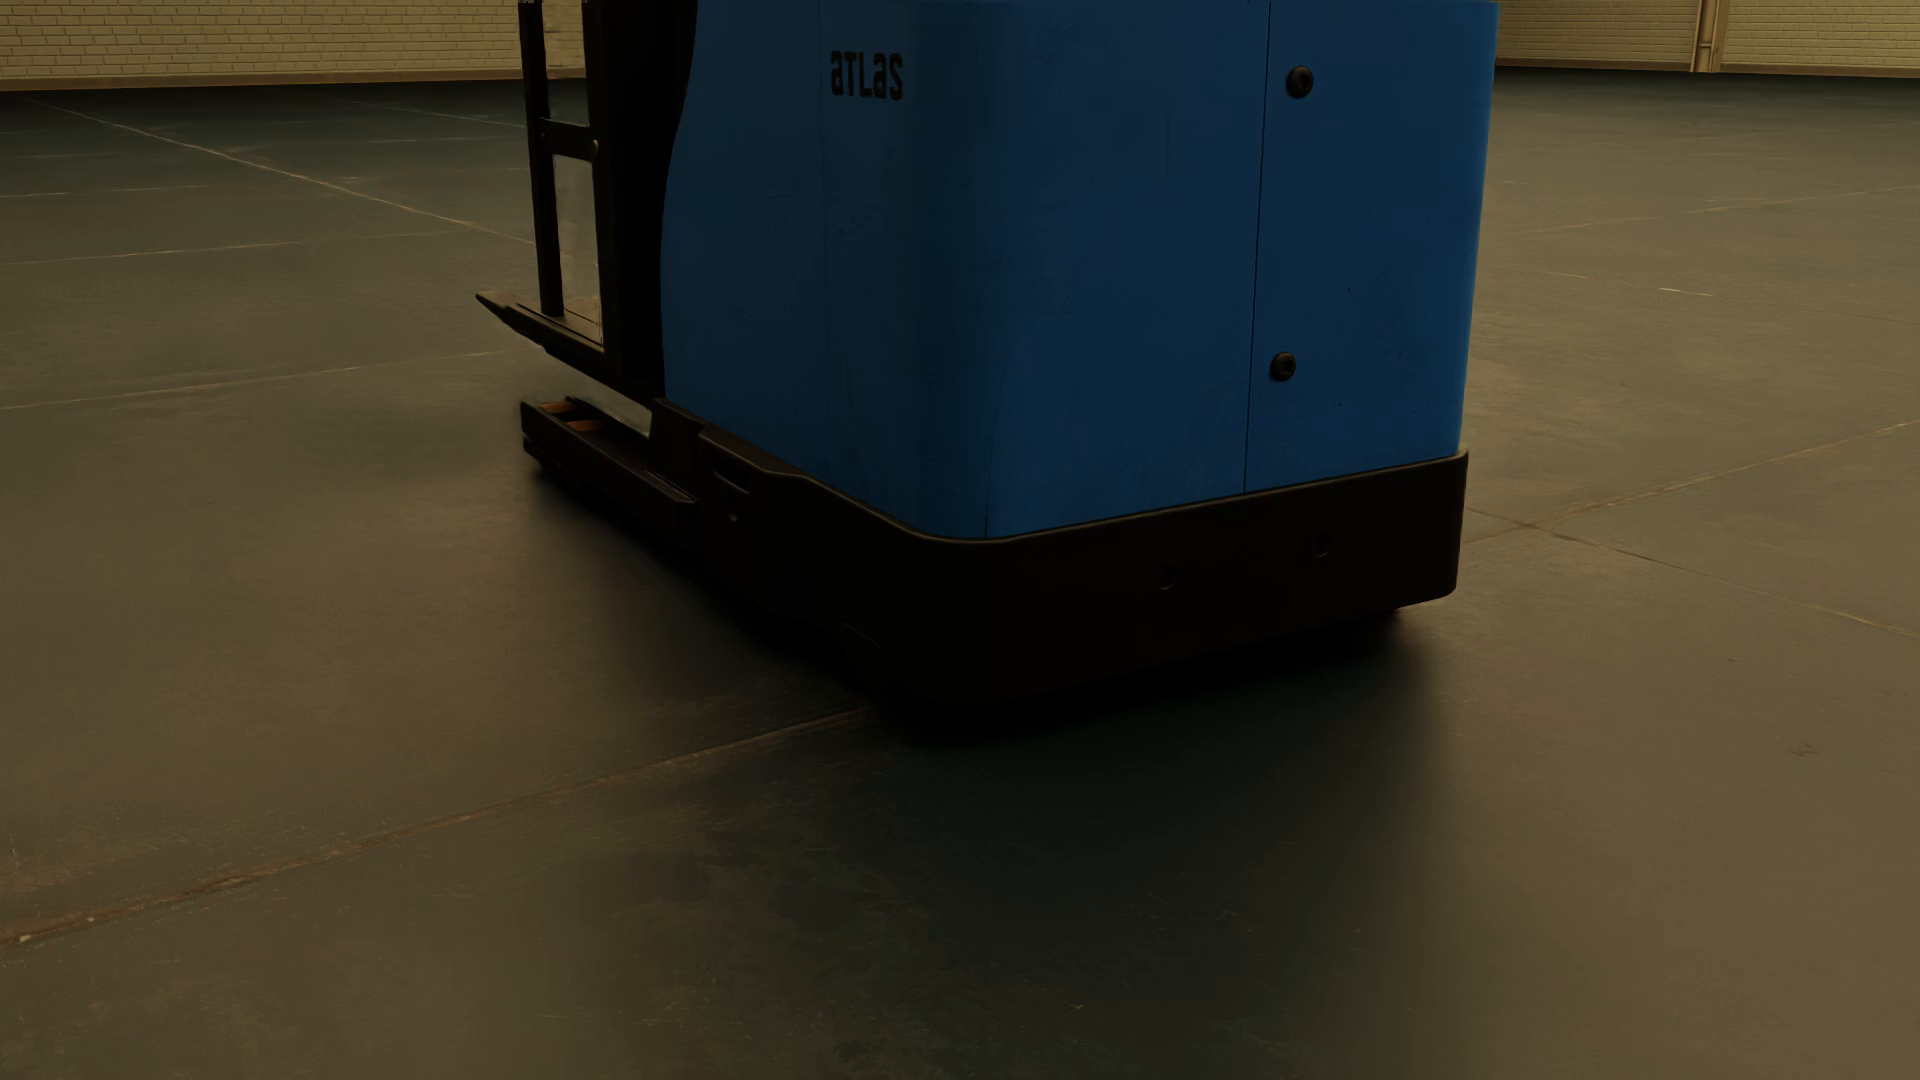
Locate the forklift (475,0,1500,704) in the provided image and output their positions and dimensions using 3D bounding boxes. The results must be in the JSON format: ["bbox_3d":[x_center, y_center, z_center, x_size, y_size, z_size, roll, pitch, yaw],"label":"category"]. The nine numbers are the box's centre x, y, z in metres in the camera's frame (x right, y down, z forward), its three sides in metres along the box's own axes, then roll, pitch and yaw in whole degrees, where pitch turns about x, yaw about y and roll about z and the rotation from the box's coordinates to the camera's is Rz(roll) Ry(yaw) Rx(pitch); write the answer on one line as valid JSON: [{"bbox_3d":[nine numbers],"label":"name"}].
[{"bbox_3d":[-0.341,-1.560,3.373,1.130,2.935,3.031,-10,20,-29],"label":"forklift"}]
